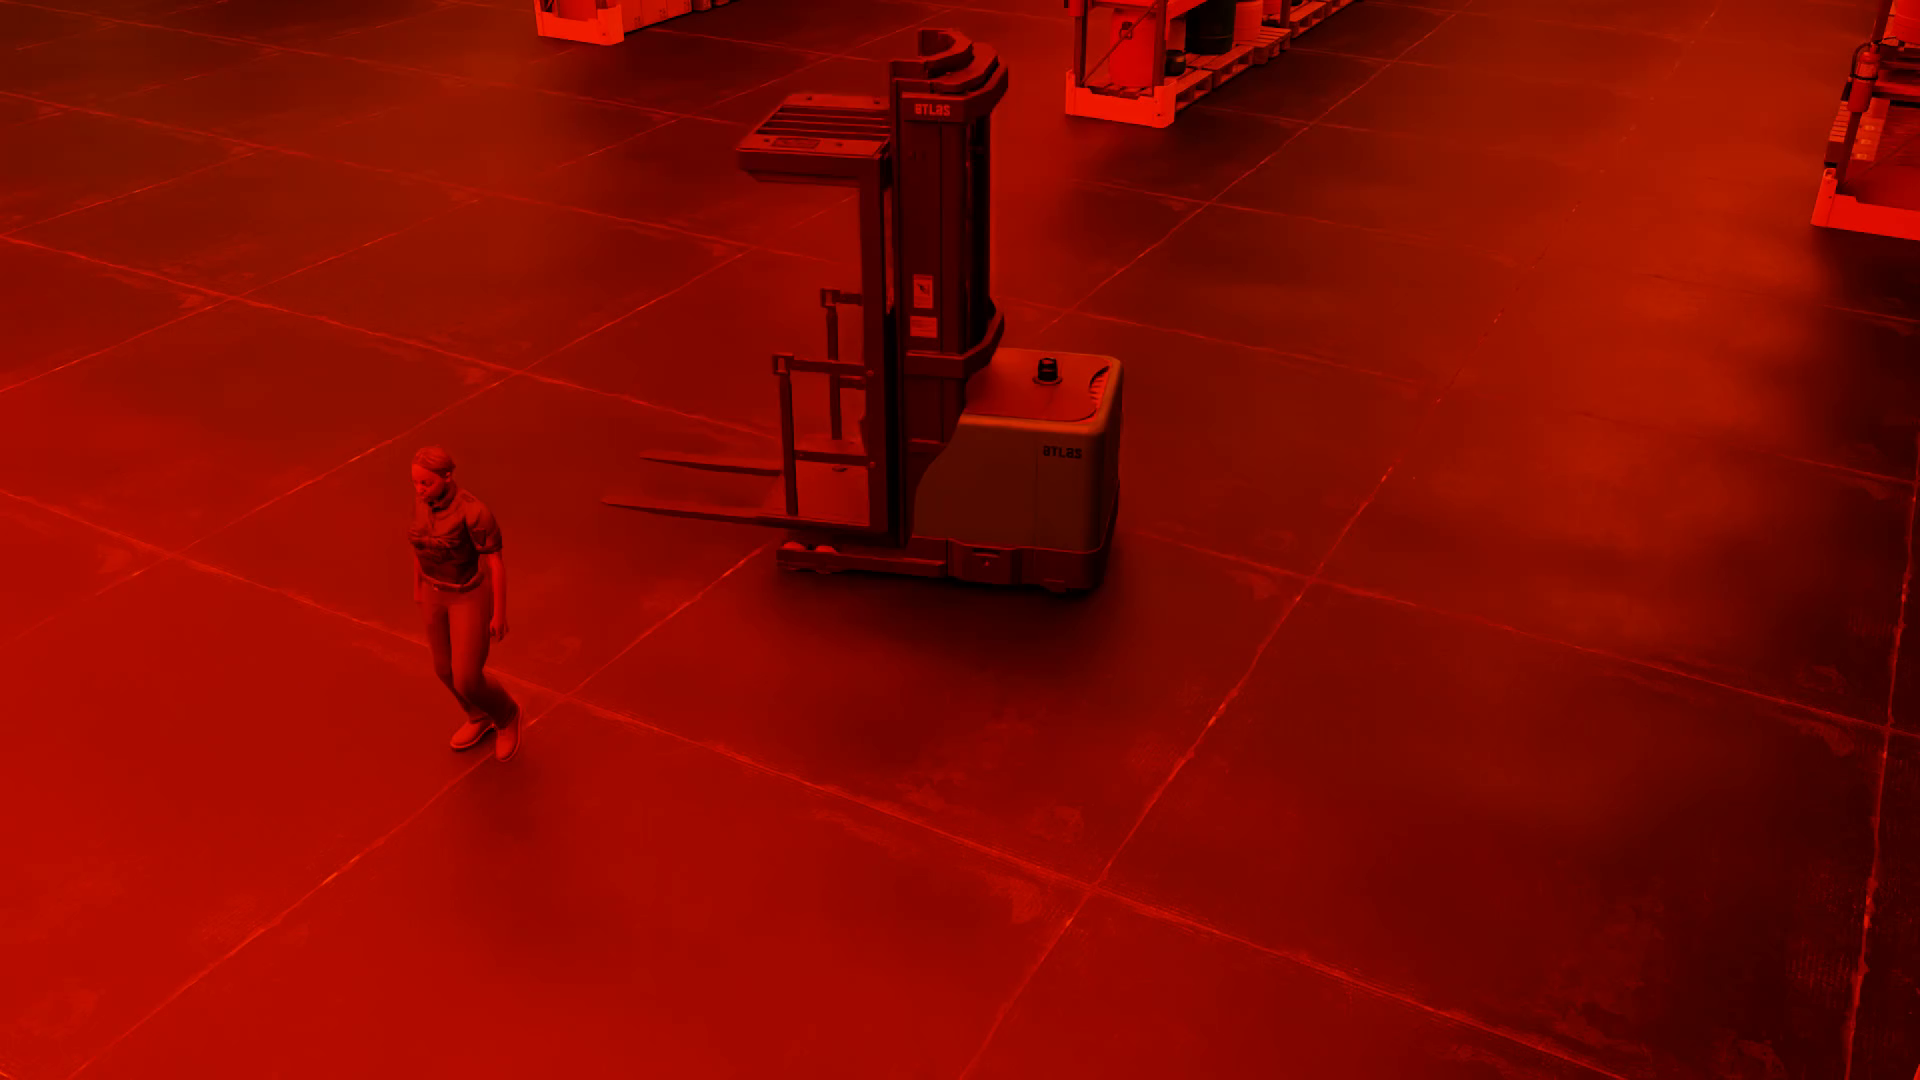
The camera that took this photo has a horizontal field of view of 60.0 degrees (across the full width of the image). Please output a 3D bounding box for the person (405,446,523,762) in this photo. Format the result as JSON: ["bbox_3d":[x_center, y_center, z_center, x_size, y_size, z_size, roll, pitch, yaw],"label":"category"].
[{"bbox_3d":[-2.391,0.317,7.821,0.577,1.643,0.446,14,33,22],"label":"person"}]

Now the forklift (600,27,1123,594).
[{"bbox_3d":[-0.606,-1.323,9.363,3.031,2.935,1.130,6,30,10],"label":"forklift"}]
